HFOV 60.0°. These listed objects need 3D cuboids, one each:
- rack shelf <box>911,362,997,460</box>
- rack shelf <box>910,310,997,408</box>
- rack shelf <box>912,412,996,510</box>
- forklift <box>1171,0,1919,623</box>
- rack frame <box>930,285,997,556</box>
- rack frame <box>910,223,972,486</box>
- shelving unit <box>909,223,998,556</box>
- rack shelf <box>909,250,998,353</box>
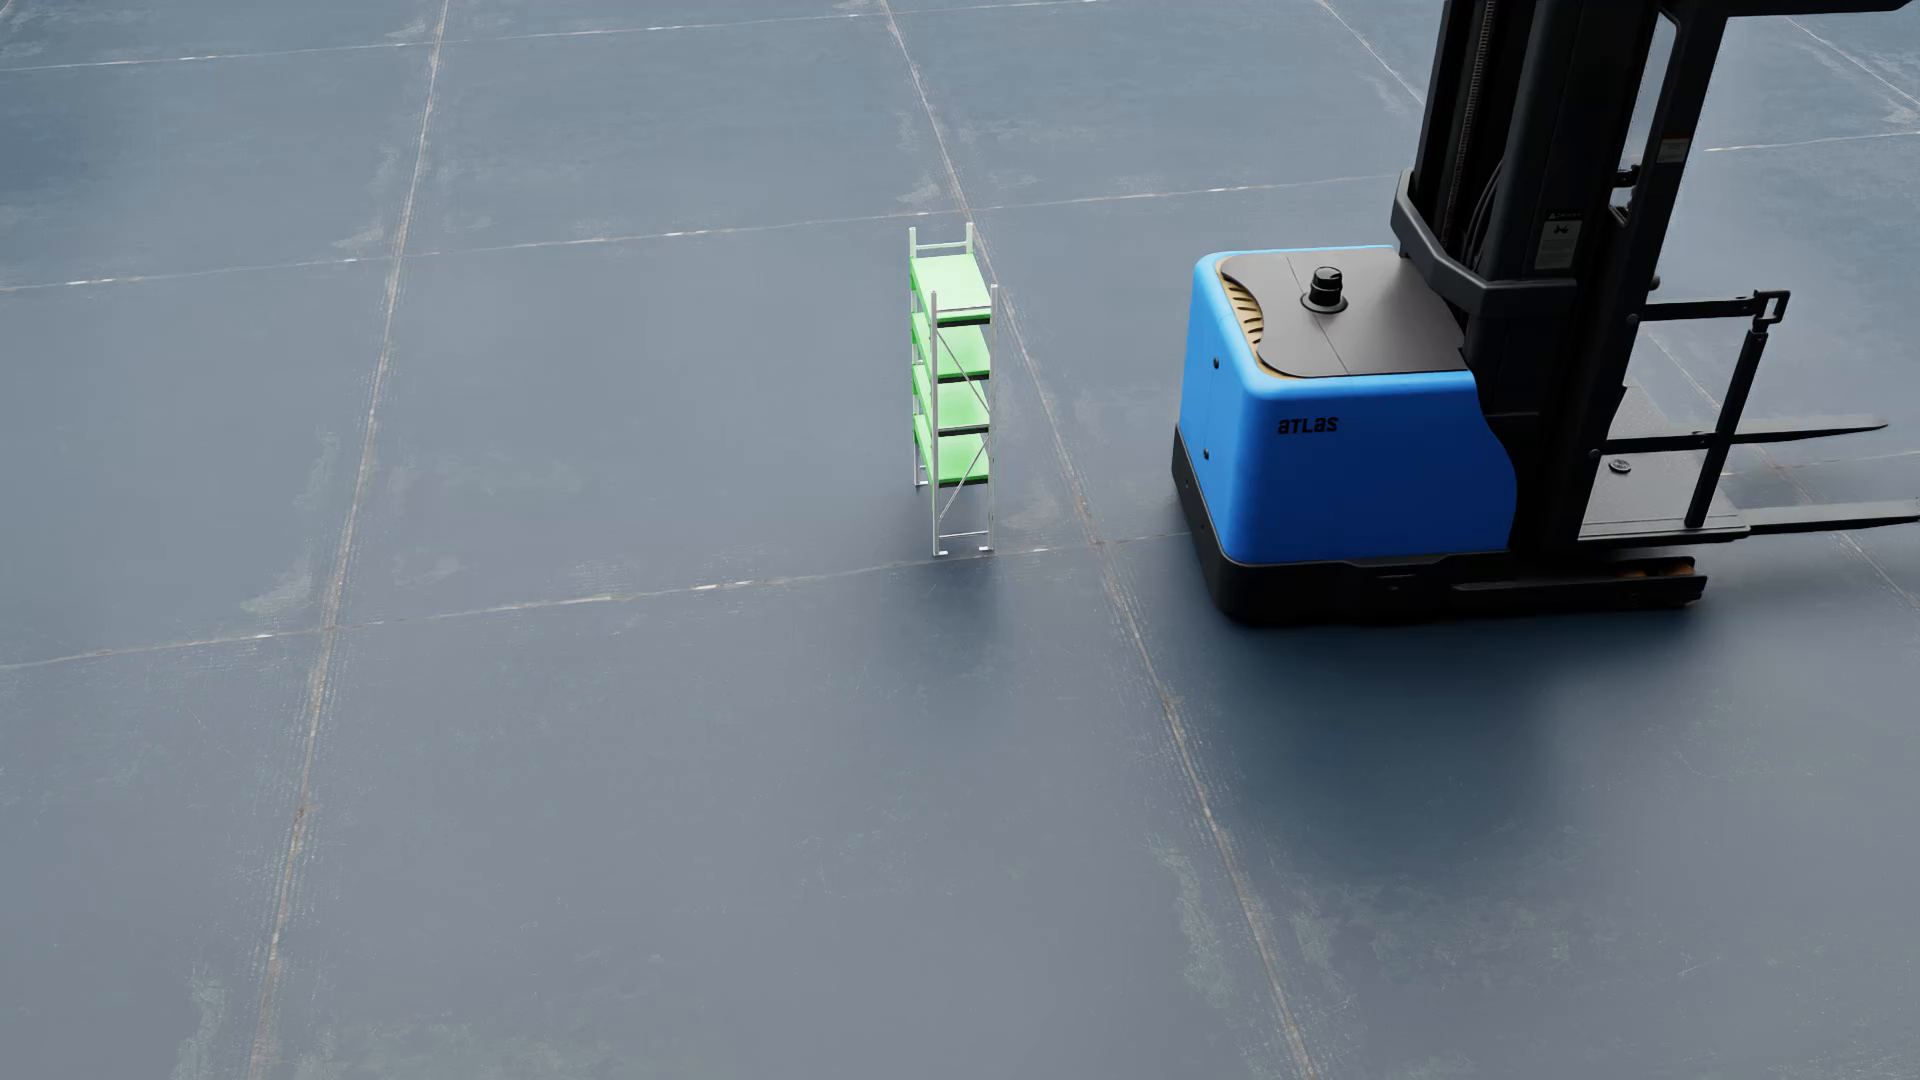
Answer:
[{"bbox_3d":[-0.029,-0.523,6.550,0.258,0.148,0.480,-6,38,-8],"label":"rack shelf"},{"bbox_3d":[-0.029,-0.713,6.403,0.258,0.148,0.480,-6,38,-8],"label":"rack shelf"},{"bbox_3d":[-0.029,-0.334,6.697,0.258,0.148,0.480,-6,38,-8],"label":"rack shelf"},{"bbox_3d":[2.438,-1.214,5.924,3.031,2.935,1.130,-3,38,-4],"label":"forklift"},{"bbox_3d":[0.014,-0.426,6.321,0.240,1.200,0.015,-6,38,-8],"label":"rack frame"},{"bbox_3d":[-0.072,-0.721,6.700,0.240,1.200,0.015,-6,38,-8],"label":"rack frame"},{"bbox_3d":[-0.029,-0.574,6.511,0.258,1.200,0.503,-6,38,-8],"label":"shelving unit"},{"bbox_3d":[-0.029,-0.902,6.255,0.258,0.148,0.480,-6,38,-8],"label":"rack shelf"}]
